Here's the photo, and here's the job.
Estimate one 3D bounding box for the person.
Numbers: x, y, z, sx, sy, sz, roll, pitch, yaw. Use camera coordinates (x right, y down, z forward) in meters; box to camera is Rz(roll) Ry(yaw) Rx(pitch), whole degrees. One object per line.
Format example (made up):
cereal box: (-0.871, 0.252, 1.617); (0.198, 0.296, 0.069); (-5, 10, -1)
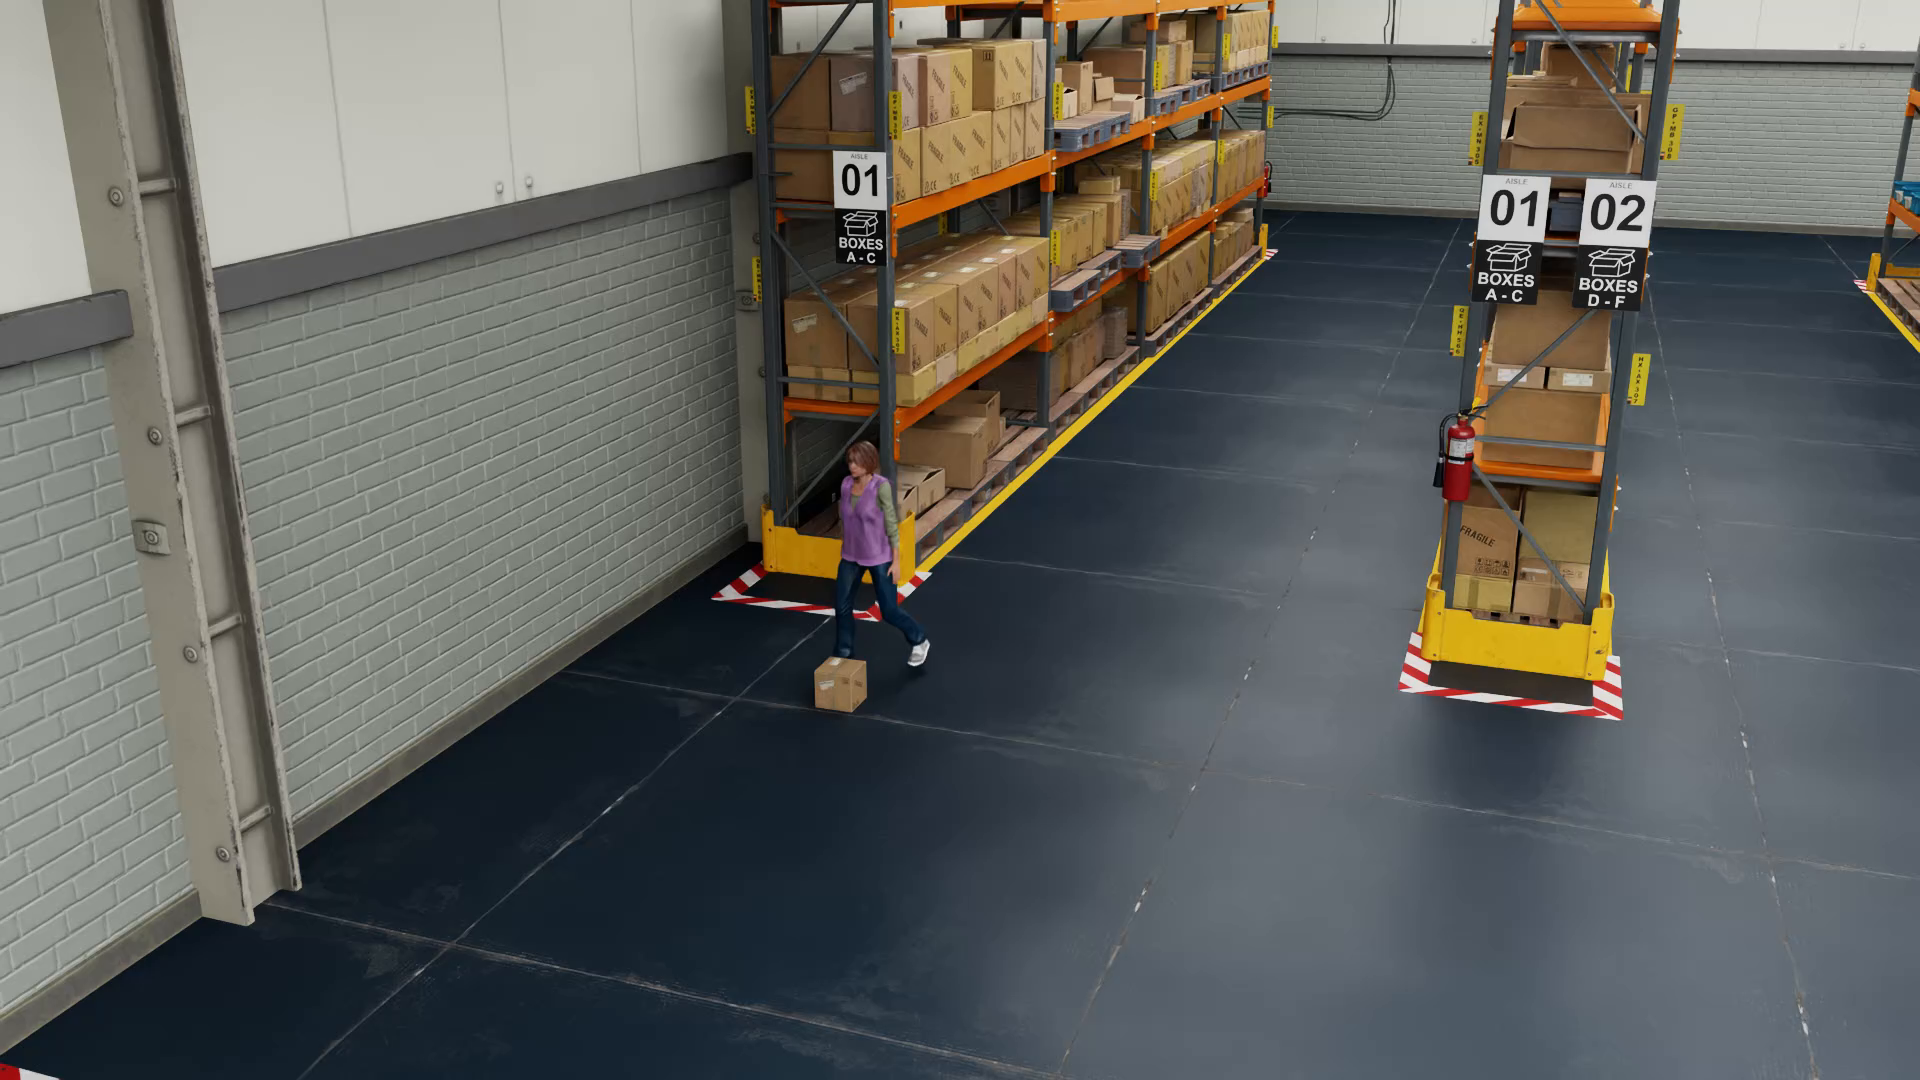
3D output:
person: (-0.556, 0.130, 10.685); (0.538, 1.579, 0.680); (11, 22, 29)
